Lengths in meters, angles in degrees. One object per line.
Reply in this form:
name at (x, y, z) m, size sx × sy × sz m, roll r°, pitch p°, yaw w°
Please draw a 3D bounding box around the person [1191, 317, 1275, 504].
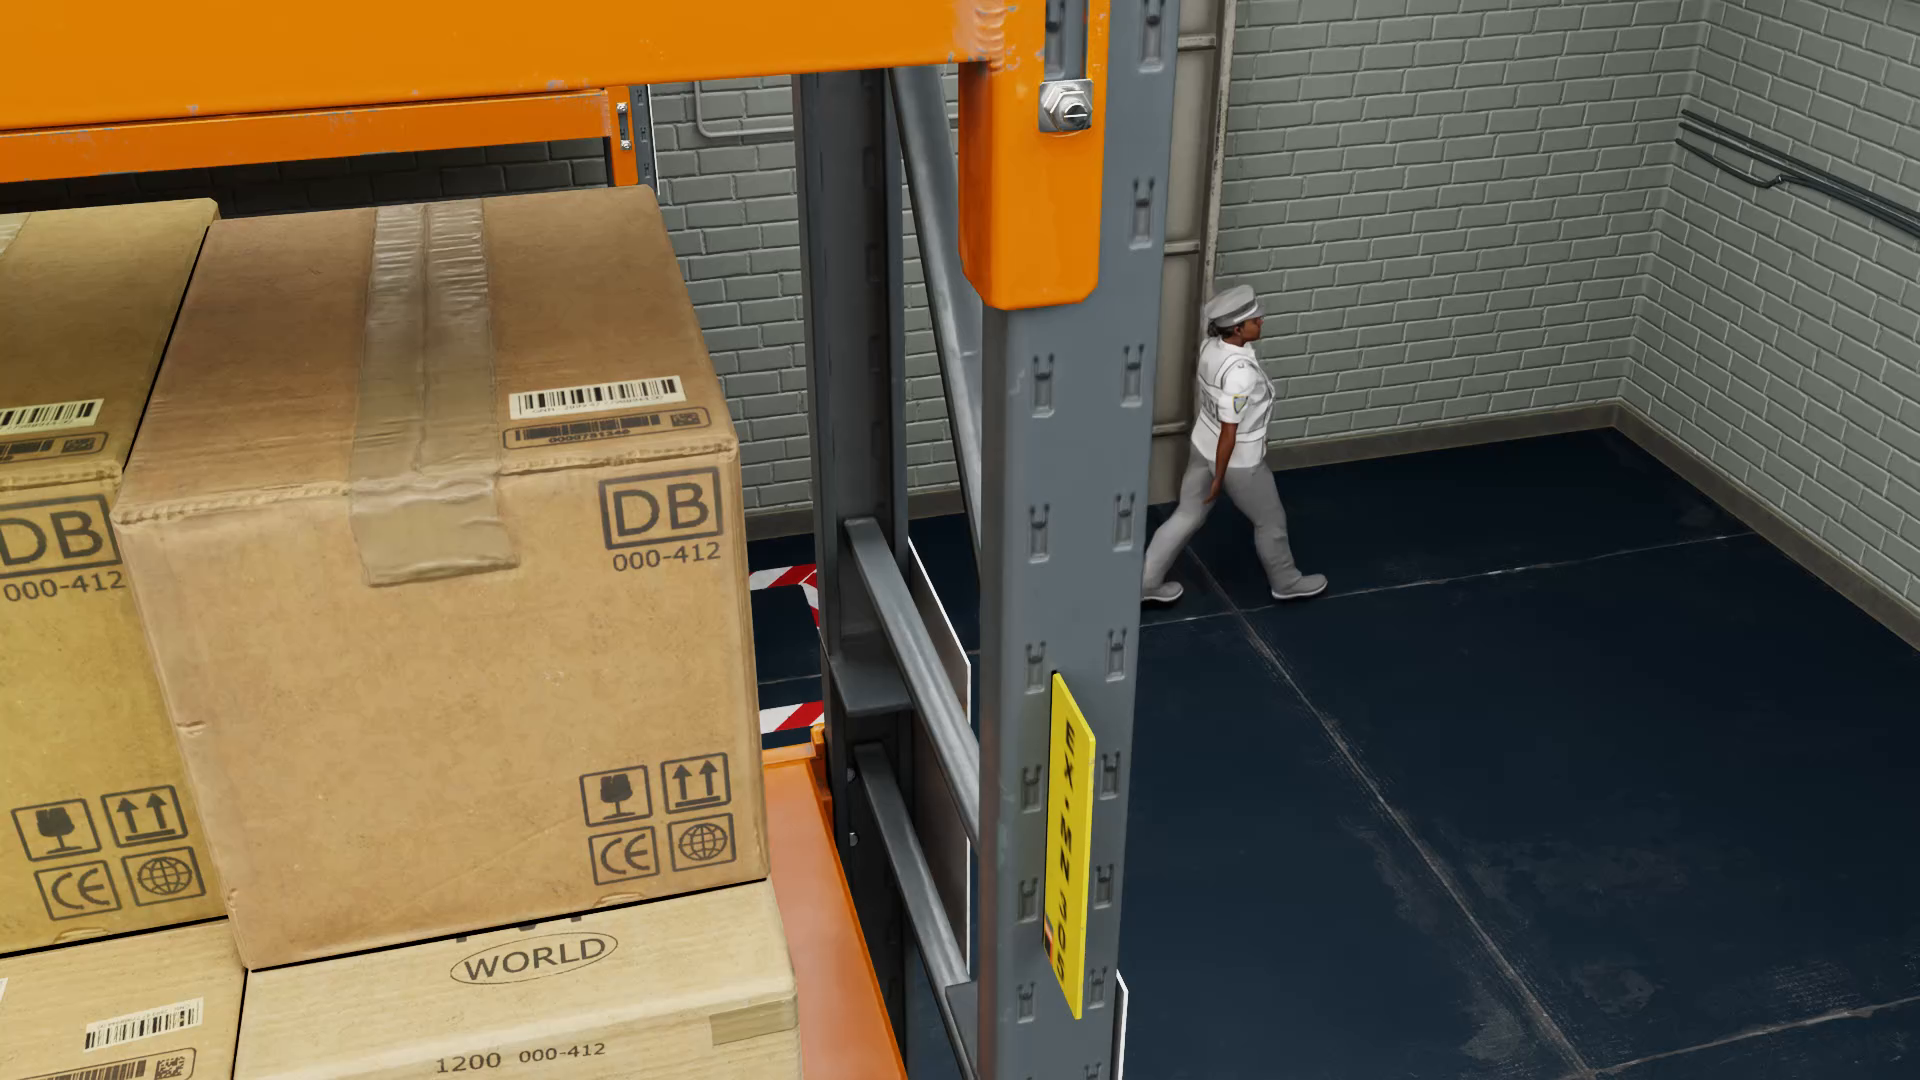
person at (1.311, -0.686, 7.689) m, size 0.469 × 0.985 × 0.450 m, roll -9°, pitch 32°, yaw -16°
